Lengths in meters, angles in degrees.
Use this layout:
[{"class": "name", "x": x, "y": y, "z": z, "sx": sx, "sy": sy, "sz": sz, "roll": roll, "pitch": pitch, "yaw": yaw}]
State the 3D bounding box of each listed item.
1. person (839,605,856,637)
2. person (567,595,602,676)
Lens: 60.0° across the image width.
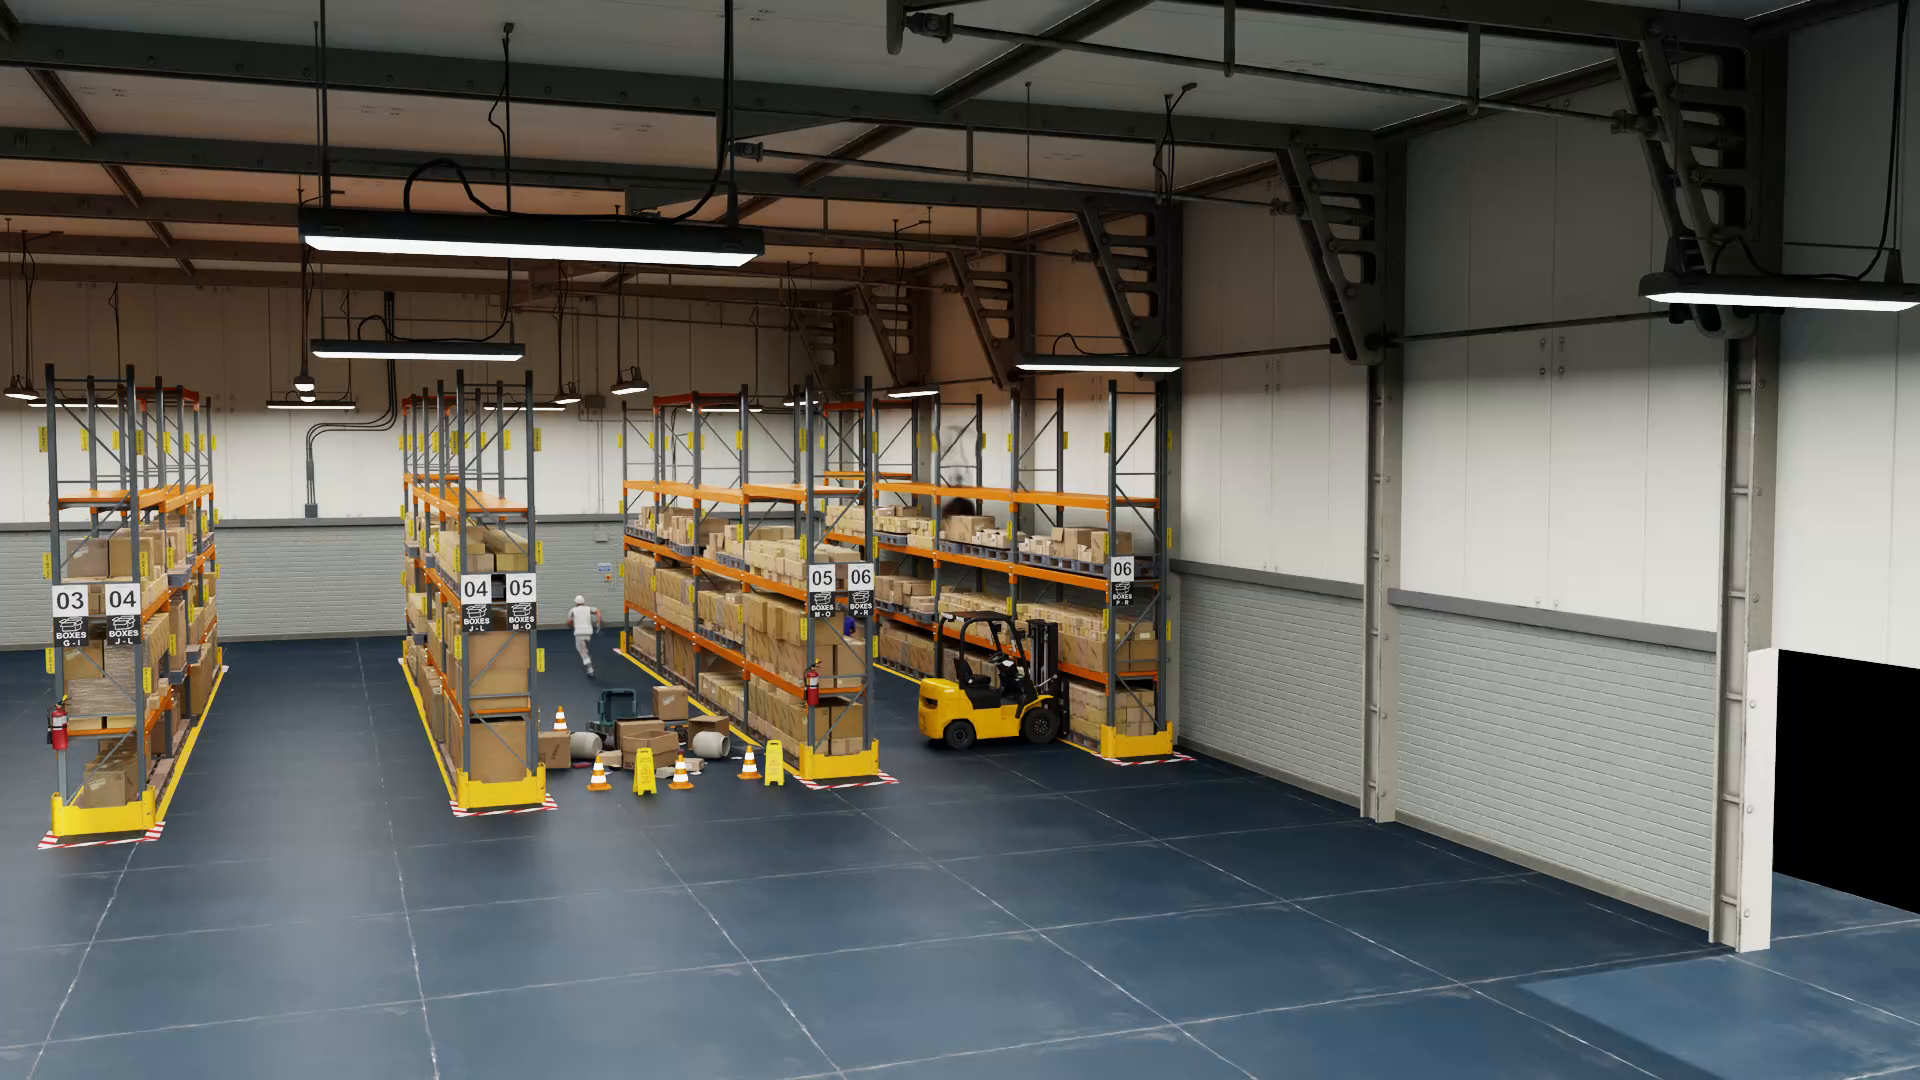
[{"class": "person", "x": -2.382, "y": 2.244, "z": 34.137, "sx": 0.590, "sy": 1.635, "sz": 0.758, "roll": -2, "pitch": 4, "yaw": -29}, {"class": "person", "x": -8.060, "y": 2.041, "z": 35.603, "sx": 0.642, "sy": 1.700, "sz": 0.885, "roll": -3, "pitch": 4, "yaw": -37}]
